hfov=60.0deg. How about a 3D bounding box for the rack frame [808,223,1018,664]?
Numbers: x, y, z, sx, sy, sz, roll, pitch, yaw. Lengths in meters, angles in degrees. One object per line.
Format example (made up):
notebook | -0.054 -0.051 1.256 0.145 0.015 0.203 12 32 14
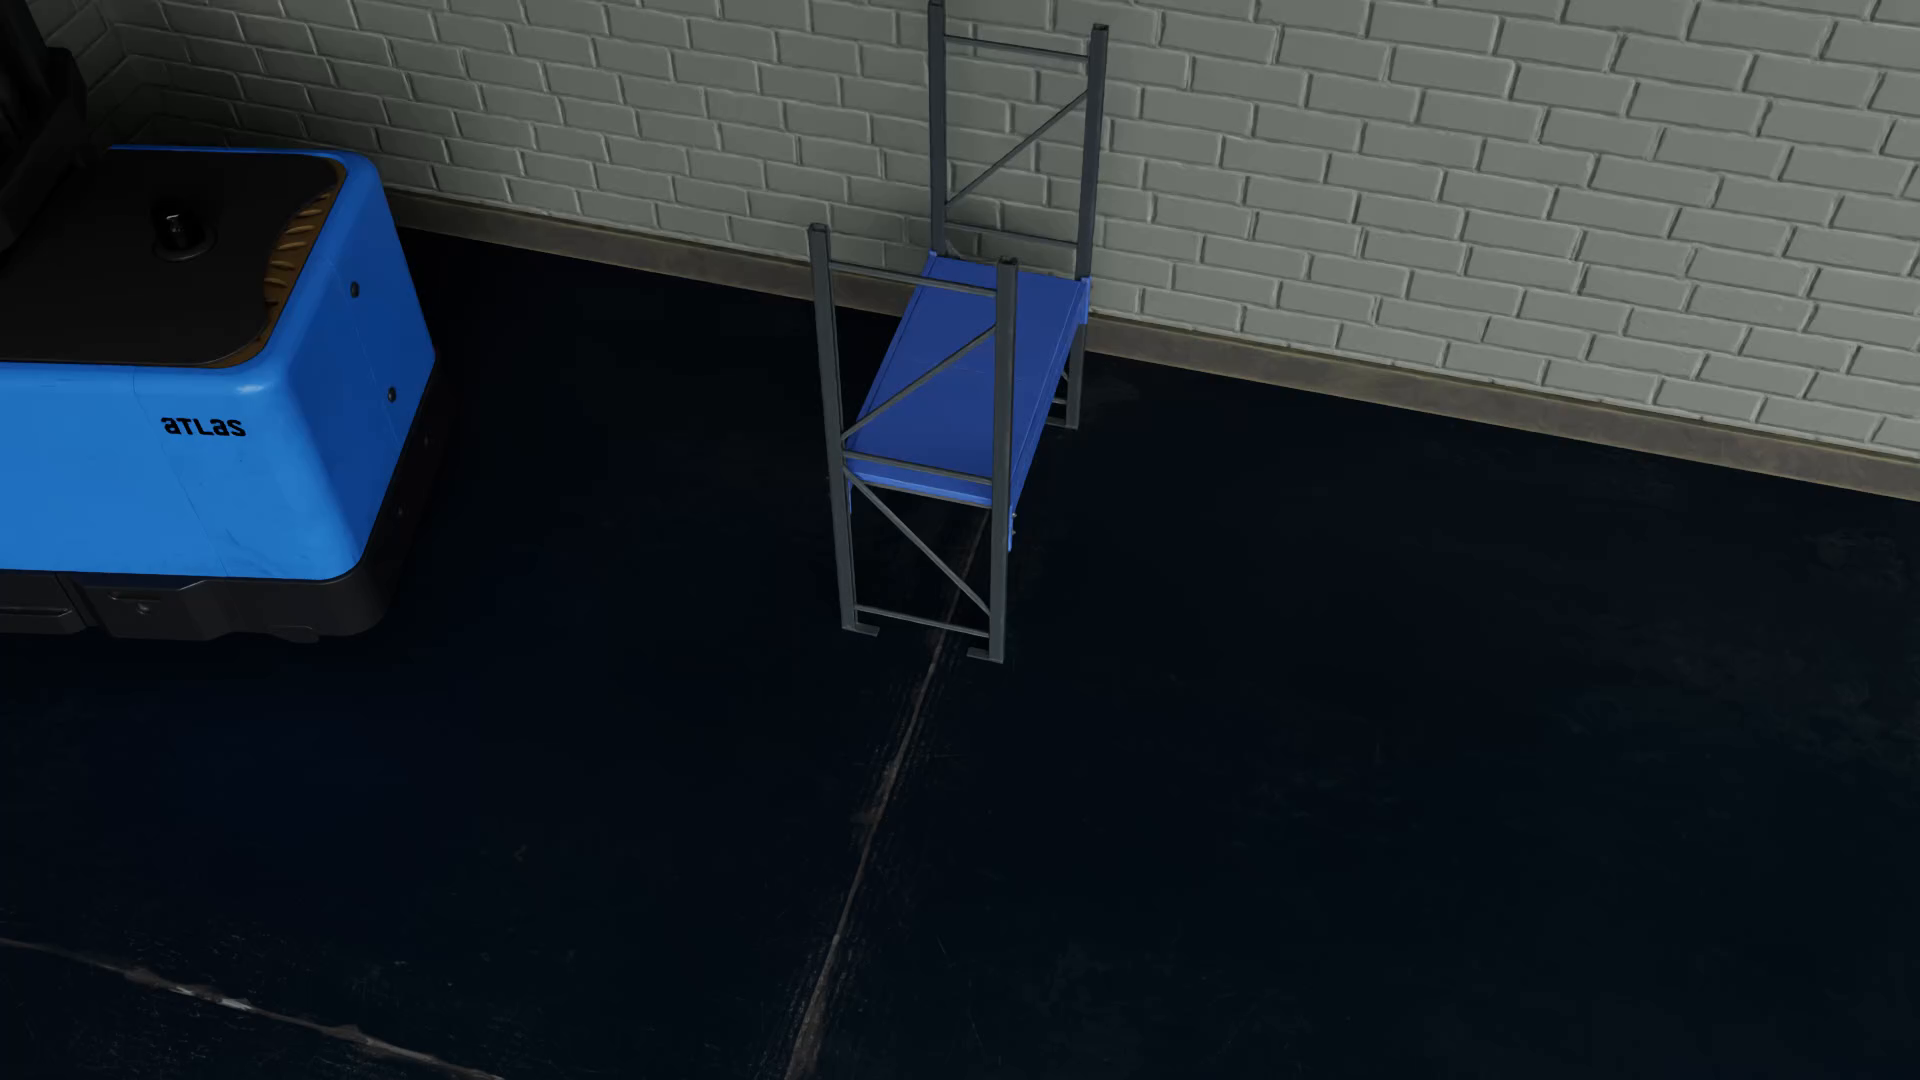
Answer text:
rack frame | -0.111 -0.190 4.418 0.500 1.500 0.032 12 50 10

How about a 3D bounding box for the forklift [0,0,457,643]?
forklift | -3.205 -1.081 4.249 3.031 2.935 1.130 2 49 2

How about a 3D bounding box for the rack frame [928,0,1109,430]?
rack frame | 0.156 -0.926 5.067 0.500 1.500 0.032 12 50 10

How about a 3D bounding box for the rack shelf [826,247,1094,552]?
rack shelf | 0.022 -0.439 4.877 0.538 0.185 1.000 12 50 10

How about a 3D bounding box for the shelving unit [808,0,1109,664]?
shelving unit | 0.022 -0.558 4.742 0.538 1.500 1.048 12 50 10
